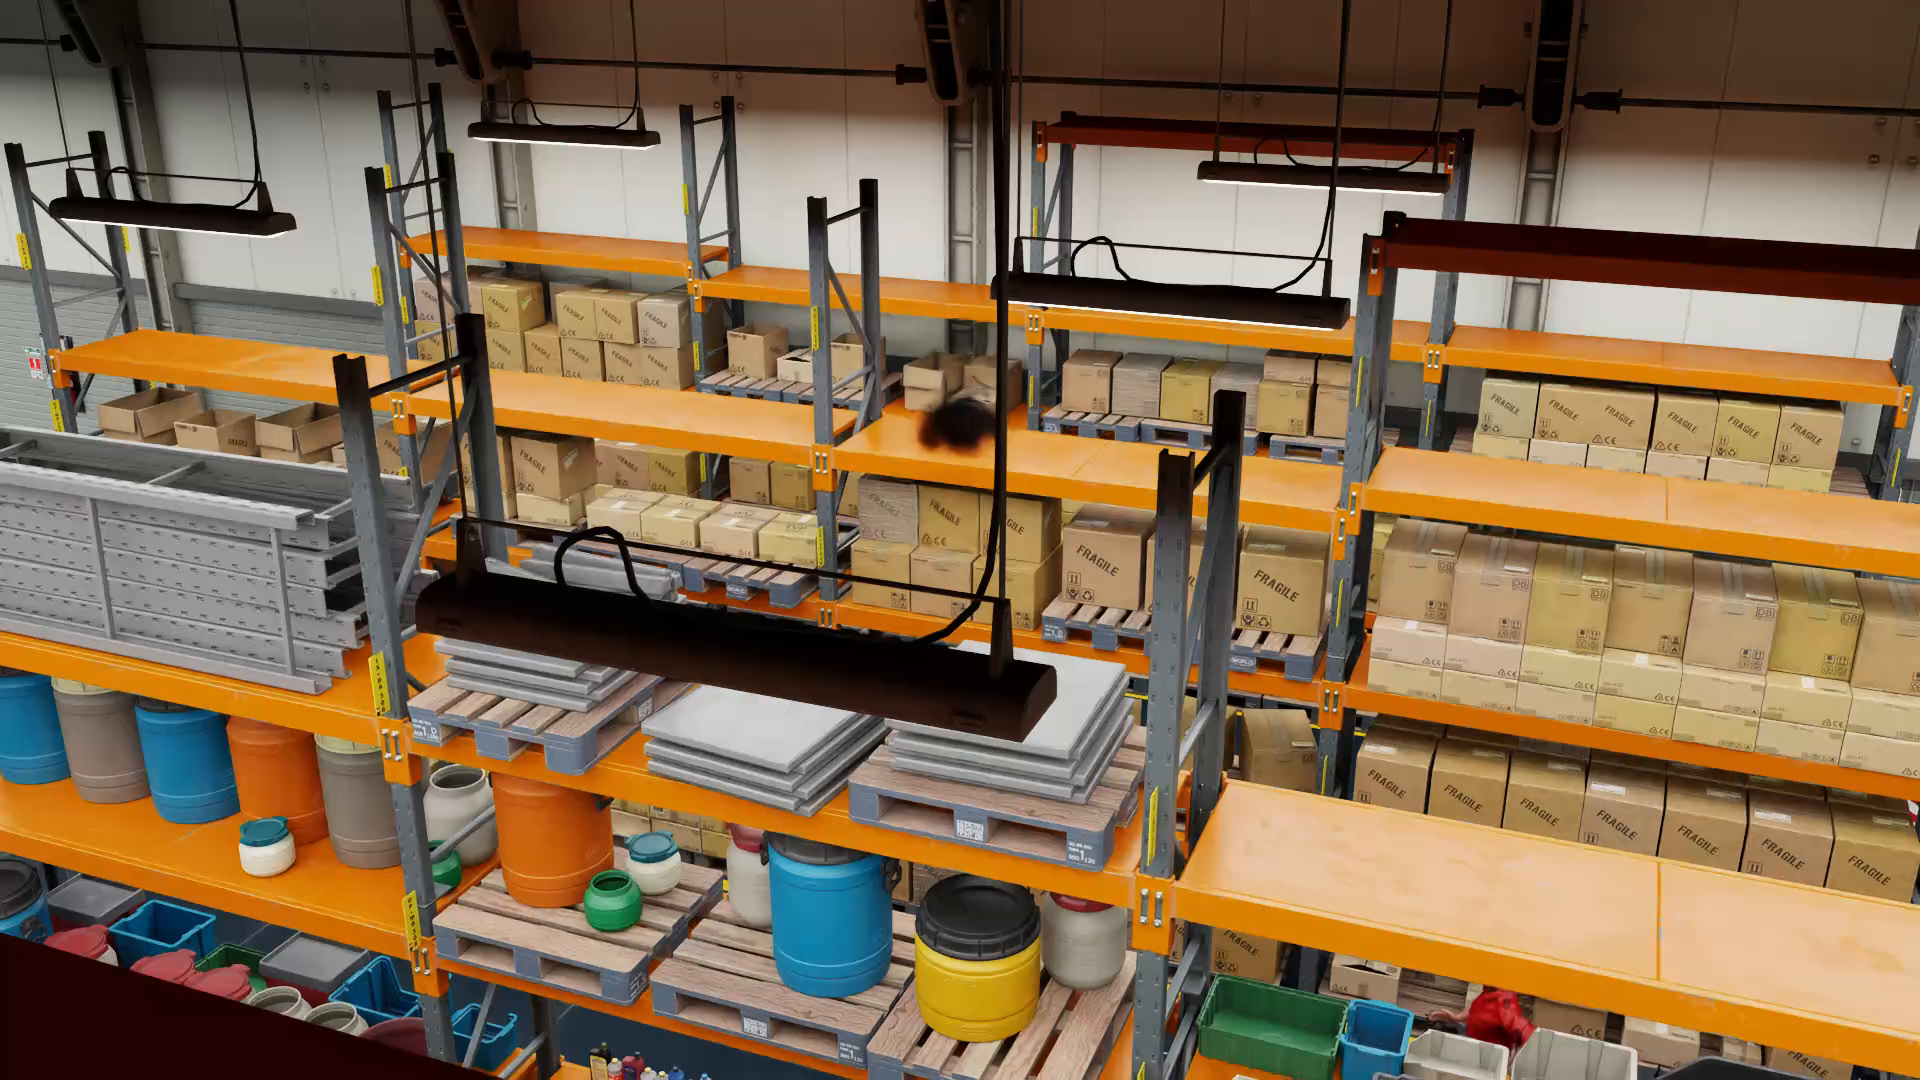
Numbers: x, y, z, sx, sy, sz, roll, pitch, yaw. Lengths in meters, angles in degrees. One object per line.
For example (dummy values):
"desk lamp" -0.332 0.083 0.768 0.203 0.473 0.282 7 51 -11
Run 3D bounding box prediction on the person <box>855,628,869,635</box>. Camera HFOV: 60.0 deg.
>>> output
"person" -0.722 1.601 15.928 0.901 1.629 0.566 4 21 9

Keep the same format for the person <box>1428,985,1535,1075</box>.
"person" 3.454 3.480 10.875 0.829 1.767 0.637 8 22 19
